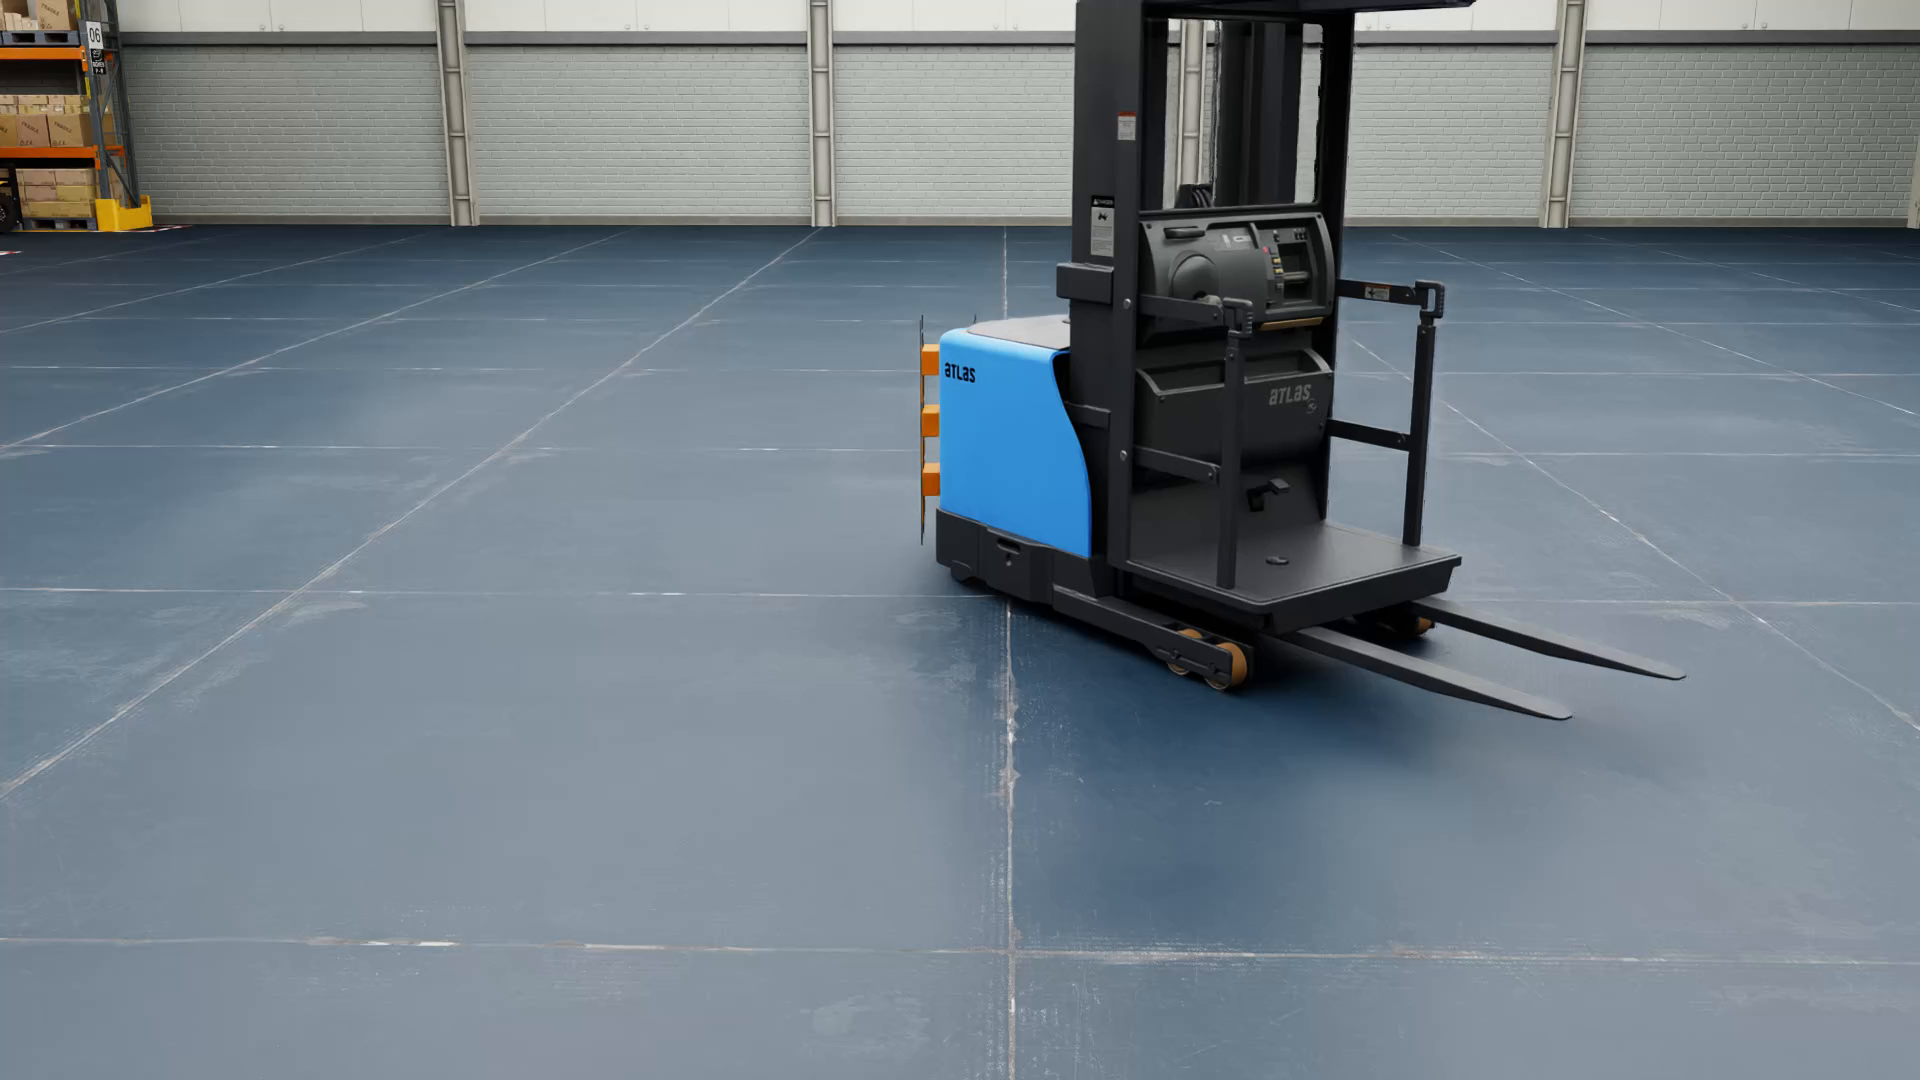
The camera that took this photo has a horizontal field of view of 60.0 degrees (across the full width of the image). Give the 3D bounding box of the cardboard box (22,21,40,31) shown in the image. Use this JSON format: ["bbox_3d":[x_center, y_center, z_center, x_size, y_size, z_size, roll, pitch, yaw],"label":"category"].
[{"bbox_3d":[-14.412,-8.022,25.957,0.250,0.149,0.380,0,15,0],"label":"cardboard box"}]

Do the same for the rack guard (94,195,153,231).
[{"bbox_3d":[-13.552,-5.305,26.966,0.348,0.500,1.175,0,15,1],"label":"rack guard"}]

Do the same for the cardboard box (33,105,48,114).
[{"bbox_3d":[-14.444,-6.817,26.333,0.250,0.149,0.380,1,15,2],"label":"cardboard box"}]

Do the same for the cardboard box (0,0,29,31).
[{"bbox_3d":[-15.046,-8.236,26.083,0.500,0.500,0.700,0,15,2],"label":"cardboard box"}]

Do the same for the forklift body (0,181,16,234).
[{"bbox_3d":[-15.519,-5.650,25.039,1.214,2.155,2.313,0,15,1],"label":"forklift body"}]

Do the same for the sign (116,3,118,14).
[{"bbox_3d":[-13.556,-8.566,26.679,0.005,0.325,0.100,0,15,1],"label":"sign"}]

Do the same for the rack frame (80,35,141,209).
[{"bbox_3d":[-13.576,-6.513,26.647,0.127,3.000,1.000,0,15,1],"label":"rack frame"}]

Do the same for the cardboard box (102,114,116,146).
[{"bbox_3d":[-14.064,-6.636,26.915,0.500,0.500,0.500,1,15,3],"label":"cardboard box"}]

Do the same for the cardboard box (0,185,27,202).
[{"bbox_3d":[-15.089,-5.556,26.606,0.500,0.250,0.500,0,15,0],"label":"cardboard box"}]

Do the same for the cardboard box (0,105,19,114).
[{"bbox_3d":[-14.960,-6.812,26.311,0.250,0.149,0.380,0,15,0],"label":"cardboard box"}]

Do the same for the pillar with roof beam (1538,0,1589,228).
[{"bbox_3d":[9.633,-8.394,22.016,0.400,9.000,9.100,0,15,1],"label":"pillar with roof beam"}]

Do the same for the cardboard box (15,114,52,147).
[{"bbox_3d":[-14.593,-6.504,26.415,0.500,0.500,0.500,1,15,3],"label":"cardboard box"}]

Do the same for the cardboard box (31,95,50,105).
[{"bbox_3d":[-14.449,-6.956,26.275,0.250,0.149,0.380,1,15,3],"label":"cardboard box"}]

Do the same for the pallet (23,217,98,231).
[{"bbox_3d":[-14.342,-5.159,26.981,1.213,0.211,1.003,0,15,1],"label":"pallet"}]

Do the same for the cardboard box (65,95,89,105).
[{"bbox_3d":[-13.940,-6.968,26.319,0.250,0.149,0.380,0,15,2],"label":"cardboard box"}]

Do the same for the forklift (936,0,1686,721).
[{"bbox_3d":[1.169,-1.030,6.000,1.130,2.935,3.031,-11,18,-35],"label":"forklift"}]

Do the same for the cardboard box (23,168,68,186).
[{"bbox_3d":[-14.555,-5.796,26.534,0.500,0.250,0.500,1,15,2],"label":"cardboard box"}]

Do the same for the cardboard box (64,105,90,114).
[{"bbox_3d":[-13.930,-6.806,26.290,0.250,0.149,0.380,1,15,2],"label":"cardboard box"}]

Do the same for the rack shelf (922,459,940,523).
[{"bbox_3d":[-0.053,-0.229,7.781,0.240,0.259,0.215,0,15,1],"label":"rack shelf"}]

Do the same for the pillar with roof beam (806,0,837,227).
[{"bbox_3d":[-2.363,-8.472,22.313,0.400,9.000,9.100,0,15,1],"label":"pillar with roof beam"}]

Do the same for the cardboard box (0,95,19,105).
[{"bbox_3d":[-14.960,-6.950,26.253,0.250,0.149,0.380,1,15,3],"label":"cardboard box"}]

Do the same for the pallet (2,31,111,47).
[{"bbox_3d":[-14.282,-7.932,26.318,1.213,0.211,1.003,0,15,1],"label":"pallet"}]

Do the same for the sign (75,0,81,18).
[{"bbox_3d":[-13.604,-8.215,25.638,0.005,0.325,0.100,0,15,1],"label":"sign"}]

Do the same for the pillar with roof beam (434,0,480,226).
[{"bbox_3d":[-8.361,-8.511,22.461,0.400,9.000,9.100,0,15,1],"label":"pillar with roof beam"}]

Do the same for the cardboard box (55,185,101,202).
[{"bbox_3d":[-14.071,-5.552,26.591,0.500,0.250,0.500,0,15,1],"label":"cardboard box"}]

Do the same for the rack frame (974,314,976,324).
[{"bbox_3d":[0.068,-0.507,7.704,0.008,1.050,0.200,0,15,1],"label":"rack frame"}]

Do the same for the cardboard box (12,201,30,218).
[{"bbox_3d":[-15.051,-5.321,26.693,0.500,0.250,0.500,1,15,2],"label":"cardboard box"}]

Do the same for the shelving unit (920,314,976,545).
[{"bbox_3d":[-0.053,-0.508,7.707,0.252,1.050,0.215,0,15,1],"label":"shelving unit"}]

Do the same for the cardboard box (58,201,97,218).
[{"bbox_3d":[-14.054,-5.309,26.651,0.500,0.250,0.500,0,15,2],"label":"cardboard box"}]

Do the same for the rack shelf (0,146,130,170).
[{"bbox_3d":[-15.576,-6.178,26.788,4.000,0.370,1.077,0,15,1],"label":"rack shelf"}]
